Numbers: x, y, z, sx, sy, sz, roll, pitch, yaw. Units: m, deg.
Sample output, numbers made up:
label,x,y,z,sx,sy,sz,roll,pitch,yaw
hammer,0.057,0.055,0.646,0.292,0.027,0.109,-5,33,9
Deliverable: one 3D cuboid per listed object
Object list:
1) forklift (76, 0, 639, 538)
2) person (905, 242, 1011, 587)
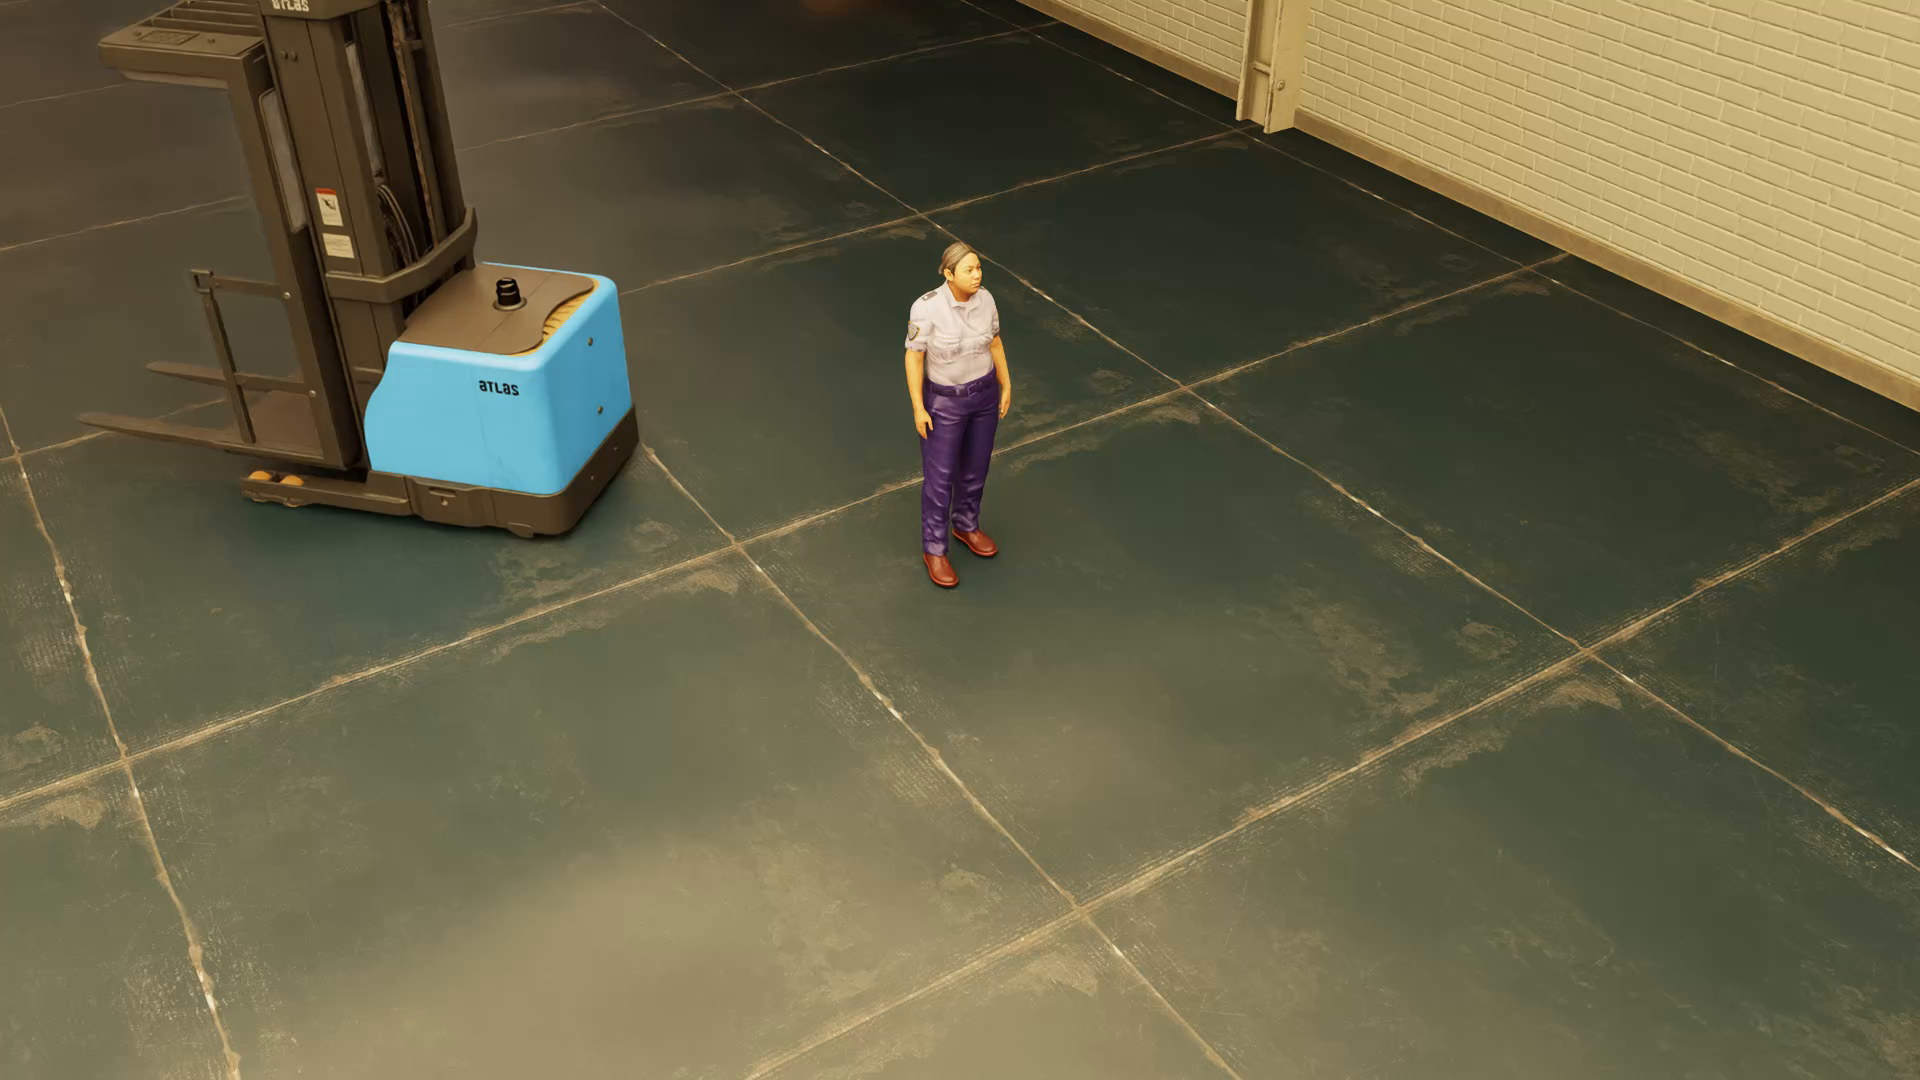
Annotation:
label,x,y,z,sx,sy,sz,roll,pitch,yaw
forklift,-3.380,-1.660,8.511,3.031,2.935,1.130,8,36,12
person,0.030,-0.631,8.147,0.598,1.651,0.503,-21,40,-27
